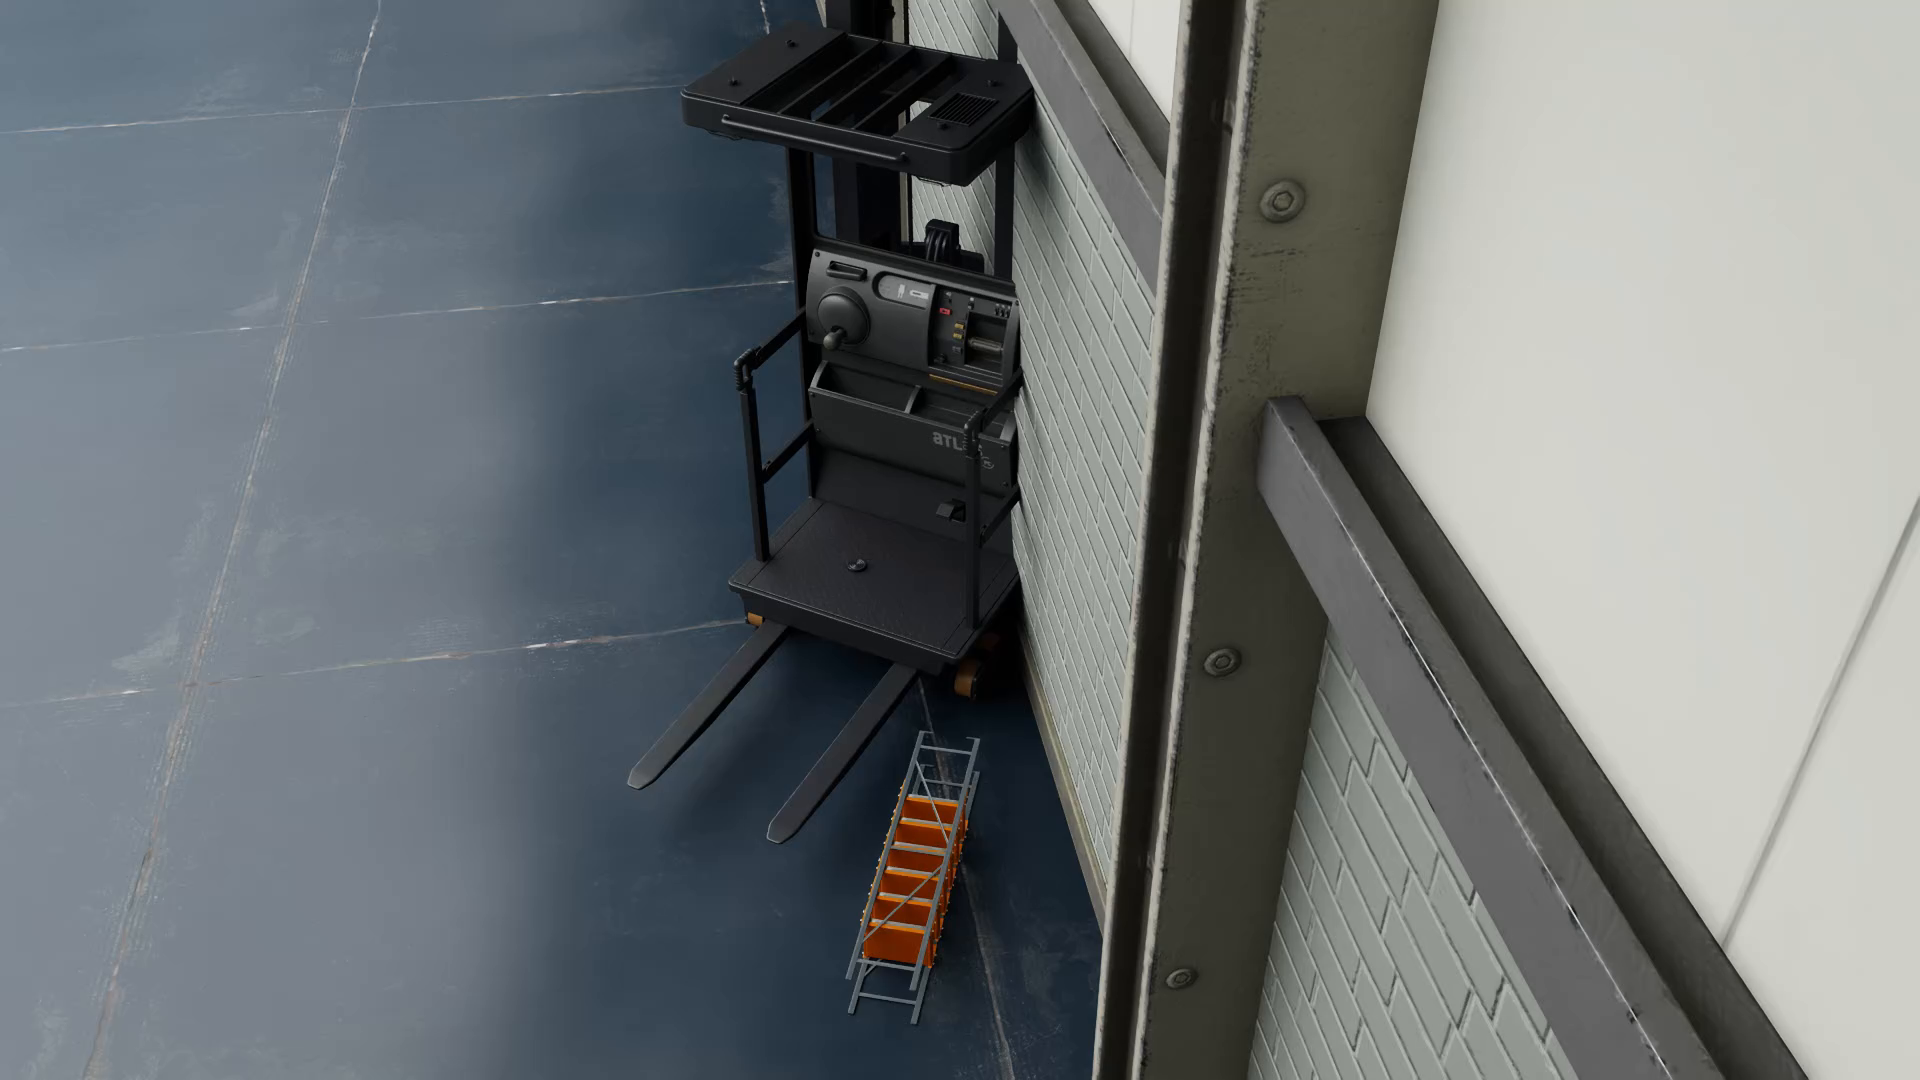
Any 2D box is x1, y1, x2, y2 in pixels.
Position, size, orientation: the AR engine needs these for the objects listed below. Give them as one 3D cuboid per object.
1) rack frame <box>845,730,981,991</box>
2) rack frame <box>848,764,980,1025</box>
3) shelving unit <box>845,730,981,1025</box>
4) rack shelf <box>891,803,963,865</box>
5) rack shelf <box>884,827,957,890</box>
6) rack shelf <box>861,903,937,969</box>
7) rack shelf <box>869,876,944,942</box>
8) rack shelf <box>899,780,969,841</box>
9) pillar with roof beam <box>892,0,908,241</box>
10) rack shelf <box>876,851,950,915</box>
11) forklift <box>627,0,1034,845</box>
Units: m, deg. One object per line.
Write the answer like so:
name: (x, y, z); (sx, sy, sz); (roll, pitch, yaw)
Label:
rack frame: (-0.152, 1.120, 6.001); (0.240, 0.006, 1.200); (7, 38, 9)
rack frame: (-0.152, 1.265, 6.114); (0.240, 0.006, 1.200); (7, 38, 9)
shelving unit: (-0.152, 1.192, 6.058); (0.258, 0.189, 1.200); (7, 38, 9)
rack shelf: (-0.121, 1.093, 6.185); (0.258, 0.180, 0.103); (7, 38, 9)
rack shelf: (-0.143, 1.165, 6.092); (0.258, 0.180, 0.103); (7, 38, 9)
rack shelf: (-0.211, 1.382, 5.813); (0.258, 0.180, 0.103); (7, 38, 9)
rack shelf: (-0.189, 1.310, 5.906); (0.258, 0.180, 0.103); (7, 38, 9)
rack shelf: (-0.098, 1.021, 6.278); (0.258, 0.180, 0.103); (7, 38, 9)
pillar with roof beam: (-4.713, -4.653, 6.404); (9.100, 9.000, 0.400); (-6, 38, -8)
rack shelf: (-0.166, 1.238, 5.999); (0.258, 0.180, 0.103); (7, 38, 9)
forklift: (-0.278, -0.811, 6.405); (1.130, 2.935, 3.031); (17, 41, 20)
